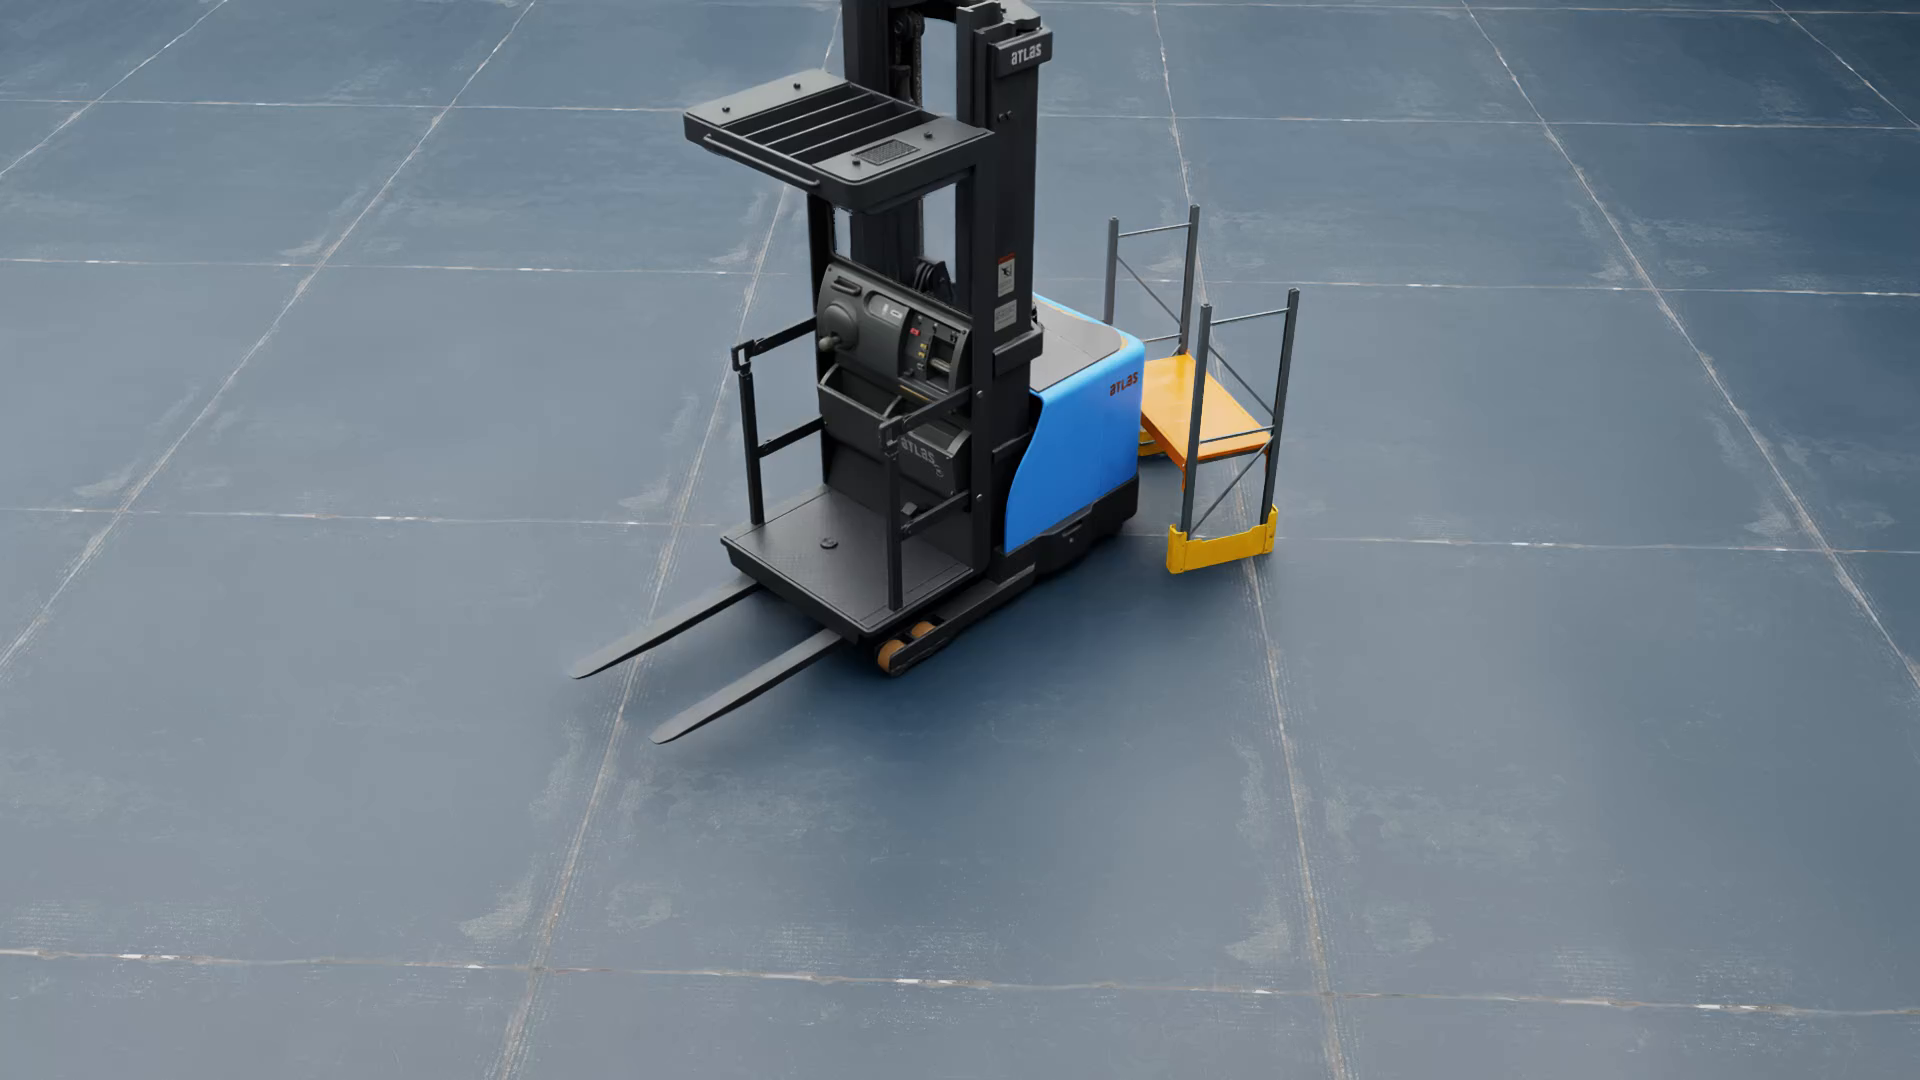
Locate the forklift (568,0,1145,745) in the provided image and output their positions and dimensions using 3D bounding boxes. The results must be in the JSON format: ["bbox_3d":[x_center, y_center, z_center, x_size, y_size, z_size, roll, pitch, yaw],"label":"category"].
[{"bbox_3d":[-0.459,-0.901,7.428,1.130,2.935,3.031,30,45,35],"label":"forklift"}]

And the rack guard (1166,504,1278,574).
[{"bbox_3d":[1.338,-0.008,8.490,0.587,0.250,0.087,-12,37,-16],"label":"rack guard"}]

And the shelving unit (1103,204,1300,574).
[{"bbox_3d":[1.166,-0.789,8.513,0.587,1.500,1.083,-12,37,-16],"label":"shelving unit"}]

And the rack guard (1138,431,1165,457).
[{"bbox_3d":[0.994,-0.546,9.255,0.587,0.250,0.087,-12,37,-16],"label":"rack guard"}]

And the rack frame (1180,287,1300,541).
[{"bbox_3d":[1.345,-0.509,8.116,0.500,1.500,0.032,-12,37,-16],"label":"rack frame"}]

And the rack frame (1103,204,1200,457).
[{"bbox_3d":[0.993,-1.058,8.897,0.500,1.500,0.032,-12,37,-16],"label":"rack frame"}]

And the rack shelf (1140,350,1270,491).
[{"bbox_3d":[1.169,-0.636,8.610,0.538,0.185,1.000,-12,37,-16],"label":"rack shelf"}]
